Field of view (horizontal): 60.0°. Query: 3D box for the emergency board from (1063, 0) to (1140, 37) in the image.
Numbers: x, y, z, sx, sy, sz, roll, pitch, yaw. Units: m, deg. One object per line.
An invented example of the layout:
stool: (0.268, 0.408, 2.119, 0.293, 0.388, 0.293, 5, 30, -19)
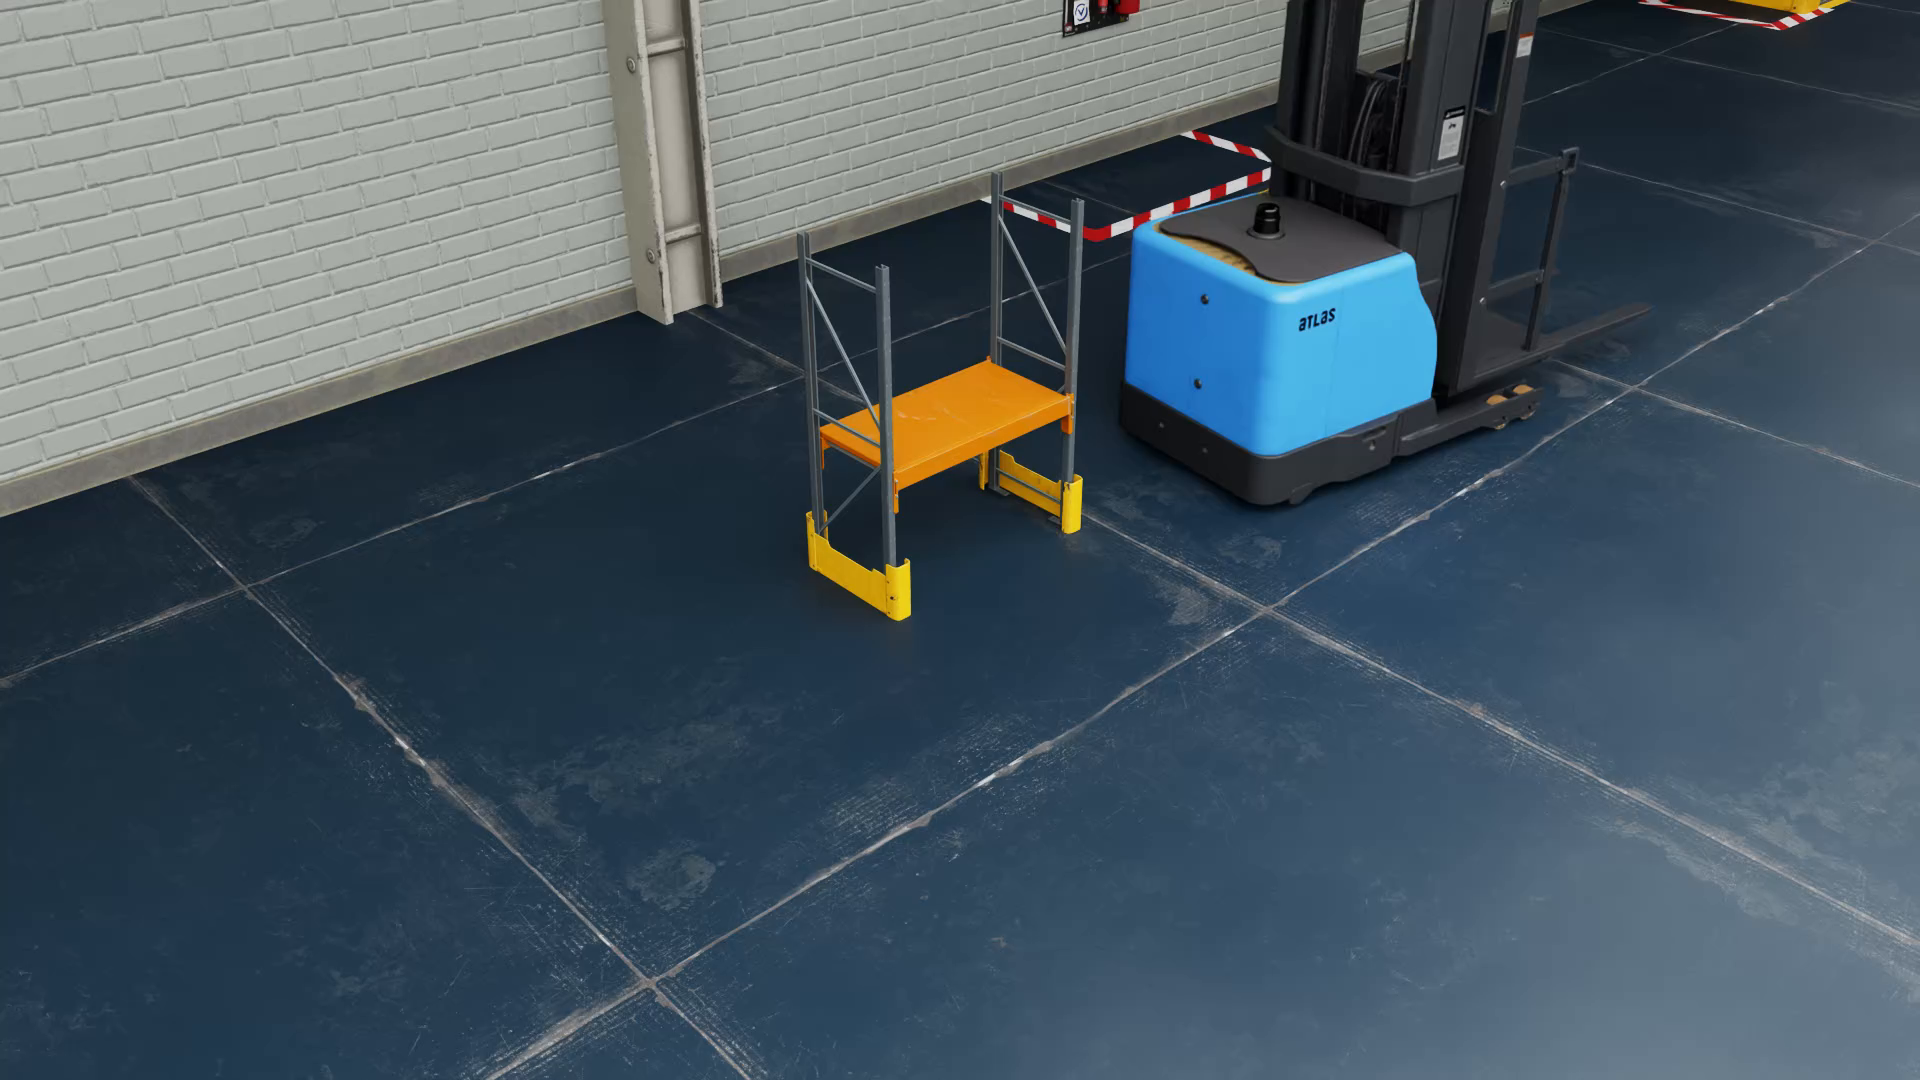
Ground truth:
emergency board: (0.974, -3.865, 10.695, 0.643, 1.169, 0.194, -26, 40, -35)

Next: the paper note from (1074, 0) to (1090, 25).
paper note: (0.798, -3.452, 10.865, 0.142, 0.148, 0.016, -26, 40, -35)

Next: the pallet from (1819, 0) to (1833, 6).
pallet: (7.963, -5.388, 15.858, 1.213, 0.211, 1.003, -26, 40, -35)

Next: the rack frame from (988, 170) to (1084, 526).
rack frame: (0.310, -0.790, 7.104, 0.032, 1.500, 0.500, -26, 40, -35)

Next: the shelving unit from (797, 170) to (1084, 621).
shelving unit: (-0.056, -0.613, 6.815, 1.083, 1.500, 0.587, -26, 40, -35)

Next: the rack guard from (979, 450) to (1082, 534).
rack guard: (0.309, -0.256, 7.429, 0.087, 0.250, 0.587, -26, 40, -35)

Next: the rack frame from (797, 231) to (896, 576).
rack frame: (-0.435, -0.429, 6.514, 0.032, 1.500, 0.500, -26, 40, -35)

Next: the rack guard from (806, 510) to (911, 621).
rack guard: (-0.421, 0.097, 6.852, 0.087, 0.250, 0.587, -26, 40, -35)

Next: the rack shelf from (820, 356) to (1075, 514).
rack shelf: (-0.063, -0.456, 6.903, 1.000, 0.185, 0.538, -26, 40, -35)

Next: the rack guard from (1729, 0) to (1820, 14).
rack guard: (7.343, -5.236, 15.334, 0.348, 0.500, 1.175, -26, 40, -35)

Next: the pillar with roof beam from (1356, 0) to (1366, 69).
pillar with roof beam: (5.740, -5.639, 7.846, 0.400, 9.000, 9.100, -26, 40, -35)

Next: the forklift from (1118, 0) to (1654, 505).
forklift: (2.267, -1.997, 7.706, 3.031, 2.935, 1.130, -20, 37, -29)

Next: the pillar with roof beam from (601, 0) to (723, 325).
pillar with roof beam: (1.340, -3.511, 4.366, 0.400, 9.000, 9.100, -26, 40, -35)
